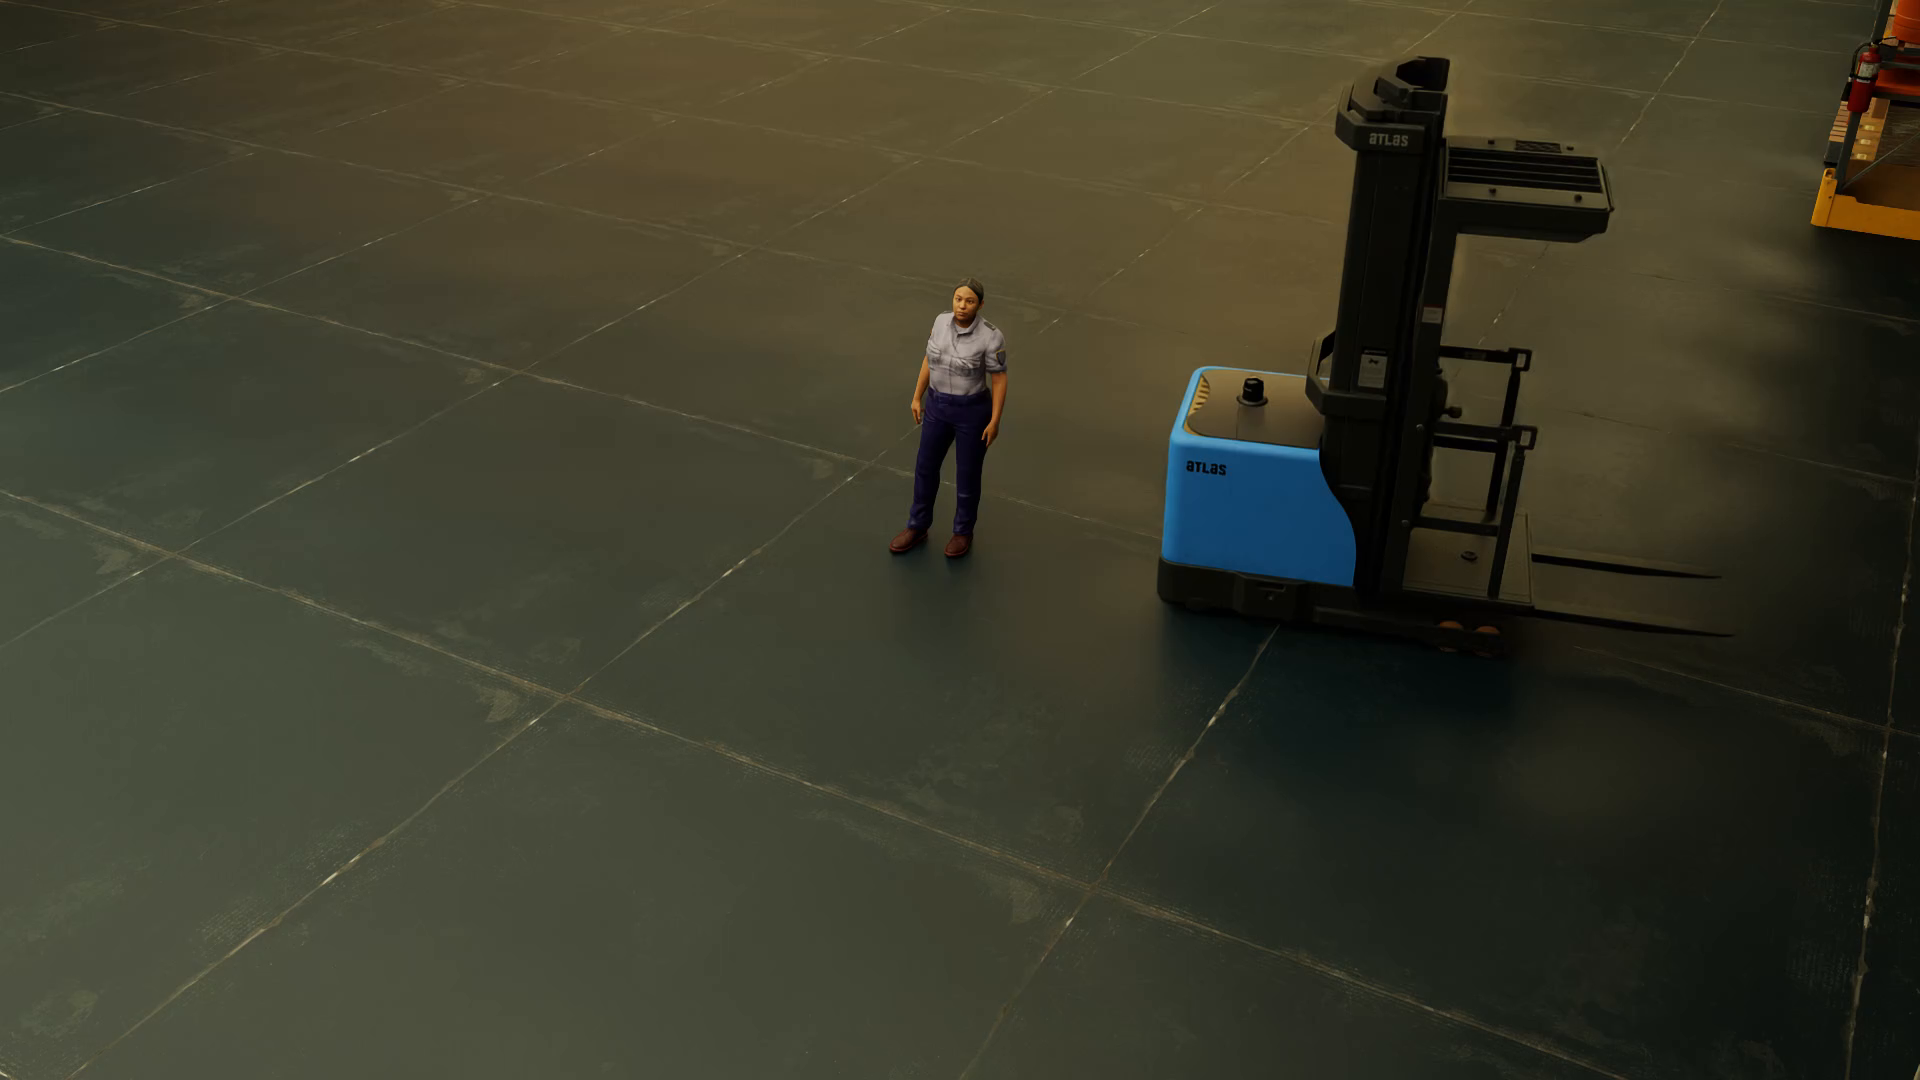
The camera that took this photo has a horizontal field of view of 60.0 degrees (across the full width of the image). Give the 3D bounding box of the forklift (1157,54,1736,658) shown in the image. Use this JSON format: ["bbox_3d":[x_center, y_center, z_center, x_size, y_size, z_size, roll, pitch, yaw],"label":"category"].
[{"bbox_3d":[2.682,-0.935,8.691,3.031,2.935,1.130,8,31,13],"label":"forklift"}]

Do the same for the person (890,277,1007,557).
[{"bbox_3d":[-0.063,-0.686,9.529,0.599,1.650,0.503,15,33,25],"label":"person"}]
